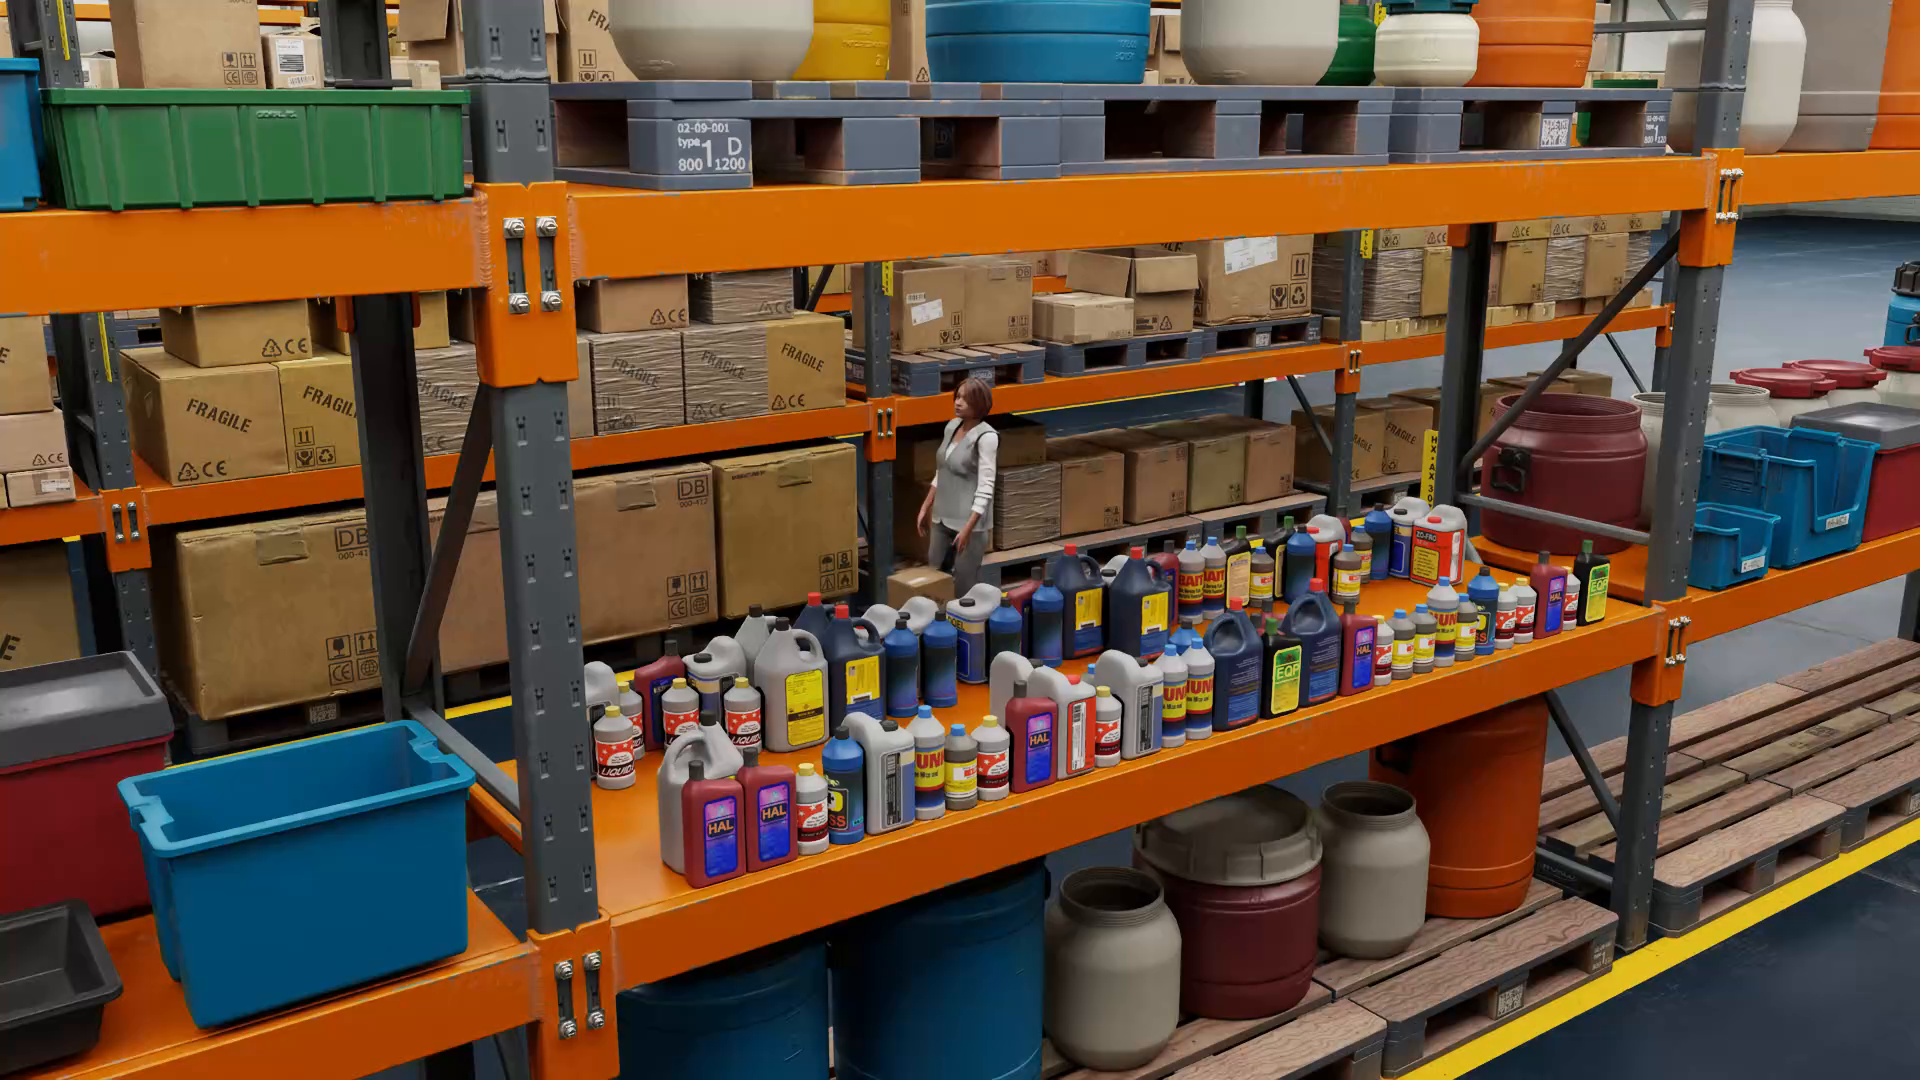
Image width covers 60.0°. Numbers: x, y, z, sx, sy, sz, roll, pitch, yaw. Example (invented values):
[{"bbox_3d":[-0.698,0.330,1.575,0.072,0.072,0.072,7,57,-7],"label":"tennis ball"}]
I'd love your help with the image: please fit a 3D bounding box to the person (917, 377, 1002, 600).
[{"bbox_3d":[-0.058,-0.057,8.716,0.473,1.597,0.501,-10,18,-35],"label":"person"}]
